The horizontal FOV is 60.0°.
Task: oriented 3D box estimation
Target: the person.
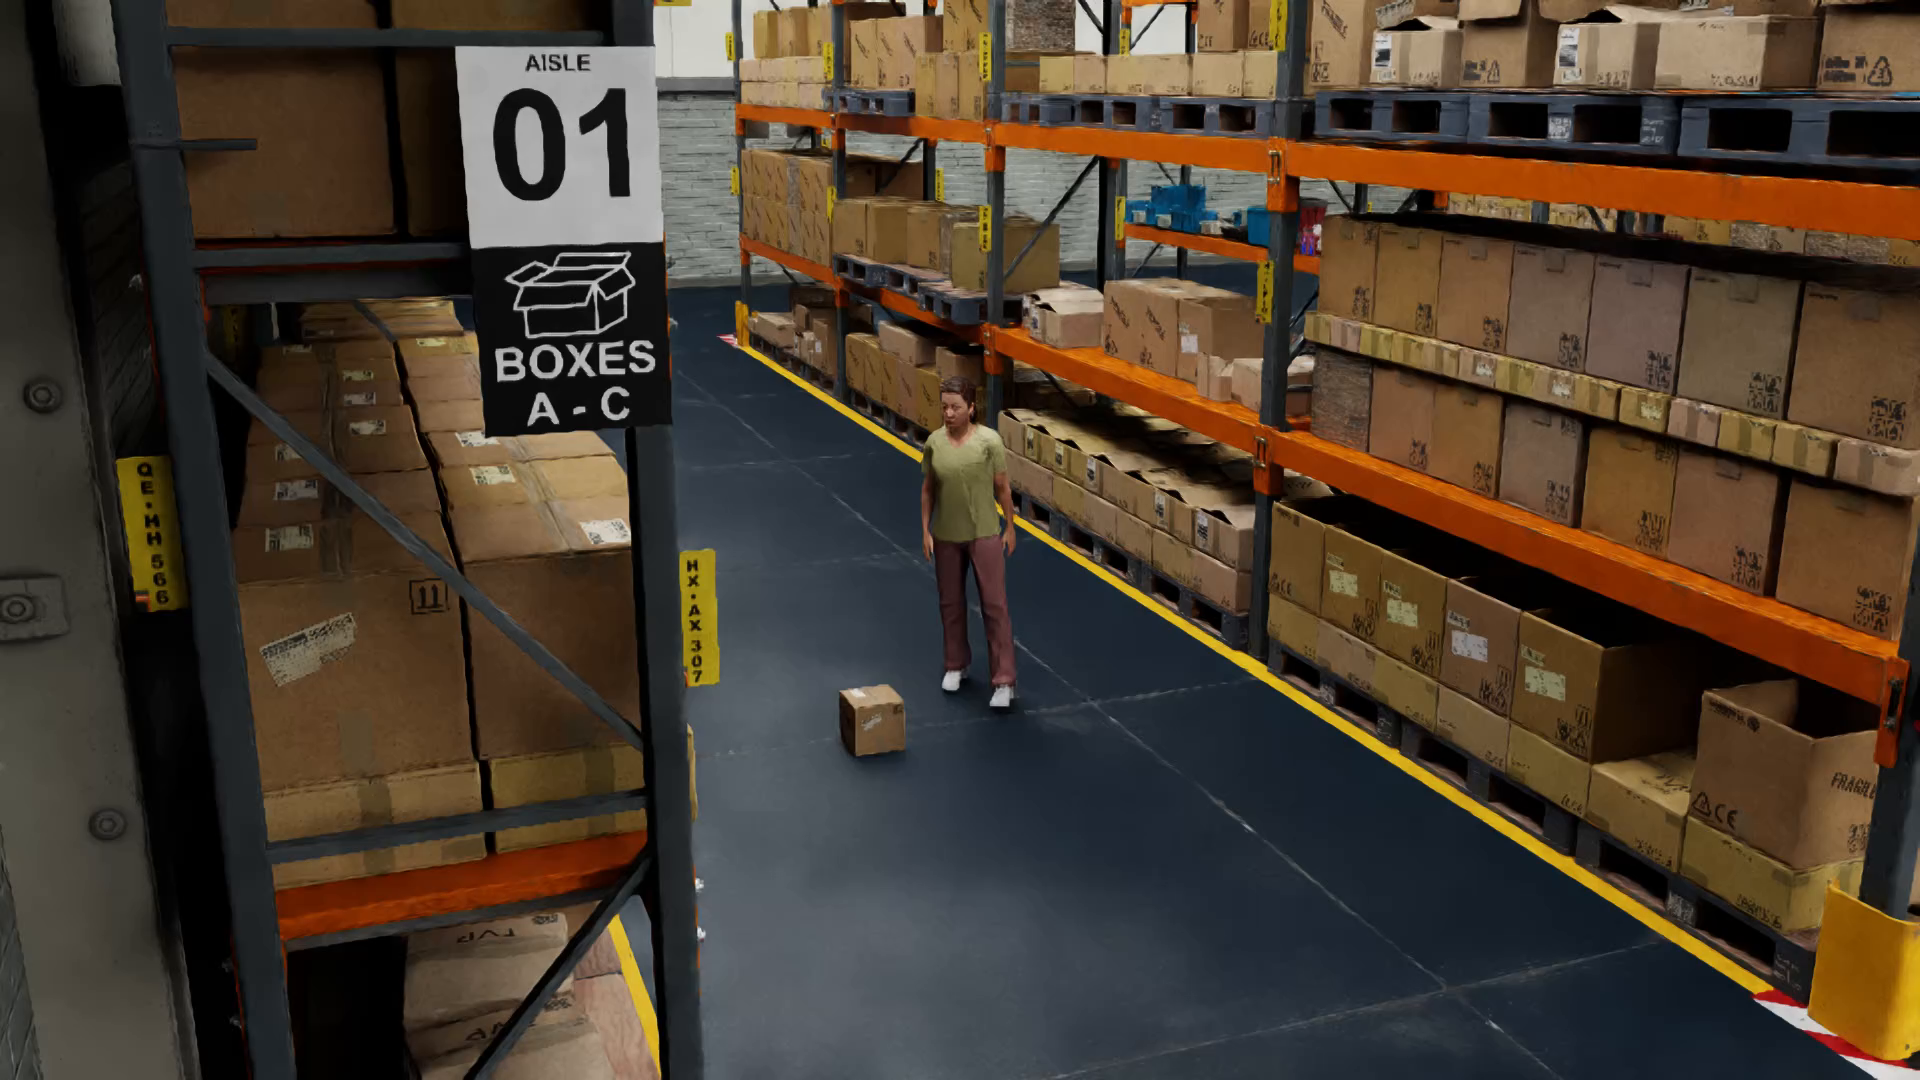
[{"bbox_3d":[0.039,0.004,8.480,0.559,1.675,0.599,4,16,15],"label":"person"}]
